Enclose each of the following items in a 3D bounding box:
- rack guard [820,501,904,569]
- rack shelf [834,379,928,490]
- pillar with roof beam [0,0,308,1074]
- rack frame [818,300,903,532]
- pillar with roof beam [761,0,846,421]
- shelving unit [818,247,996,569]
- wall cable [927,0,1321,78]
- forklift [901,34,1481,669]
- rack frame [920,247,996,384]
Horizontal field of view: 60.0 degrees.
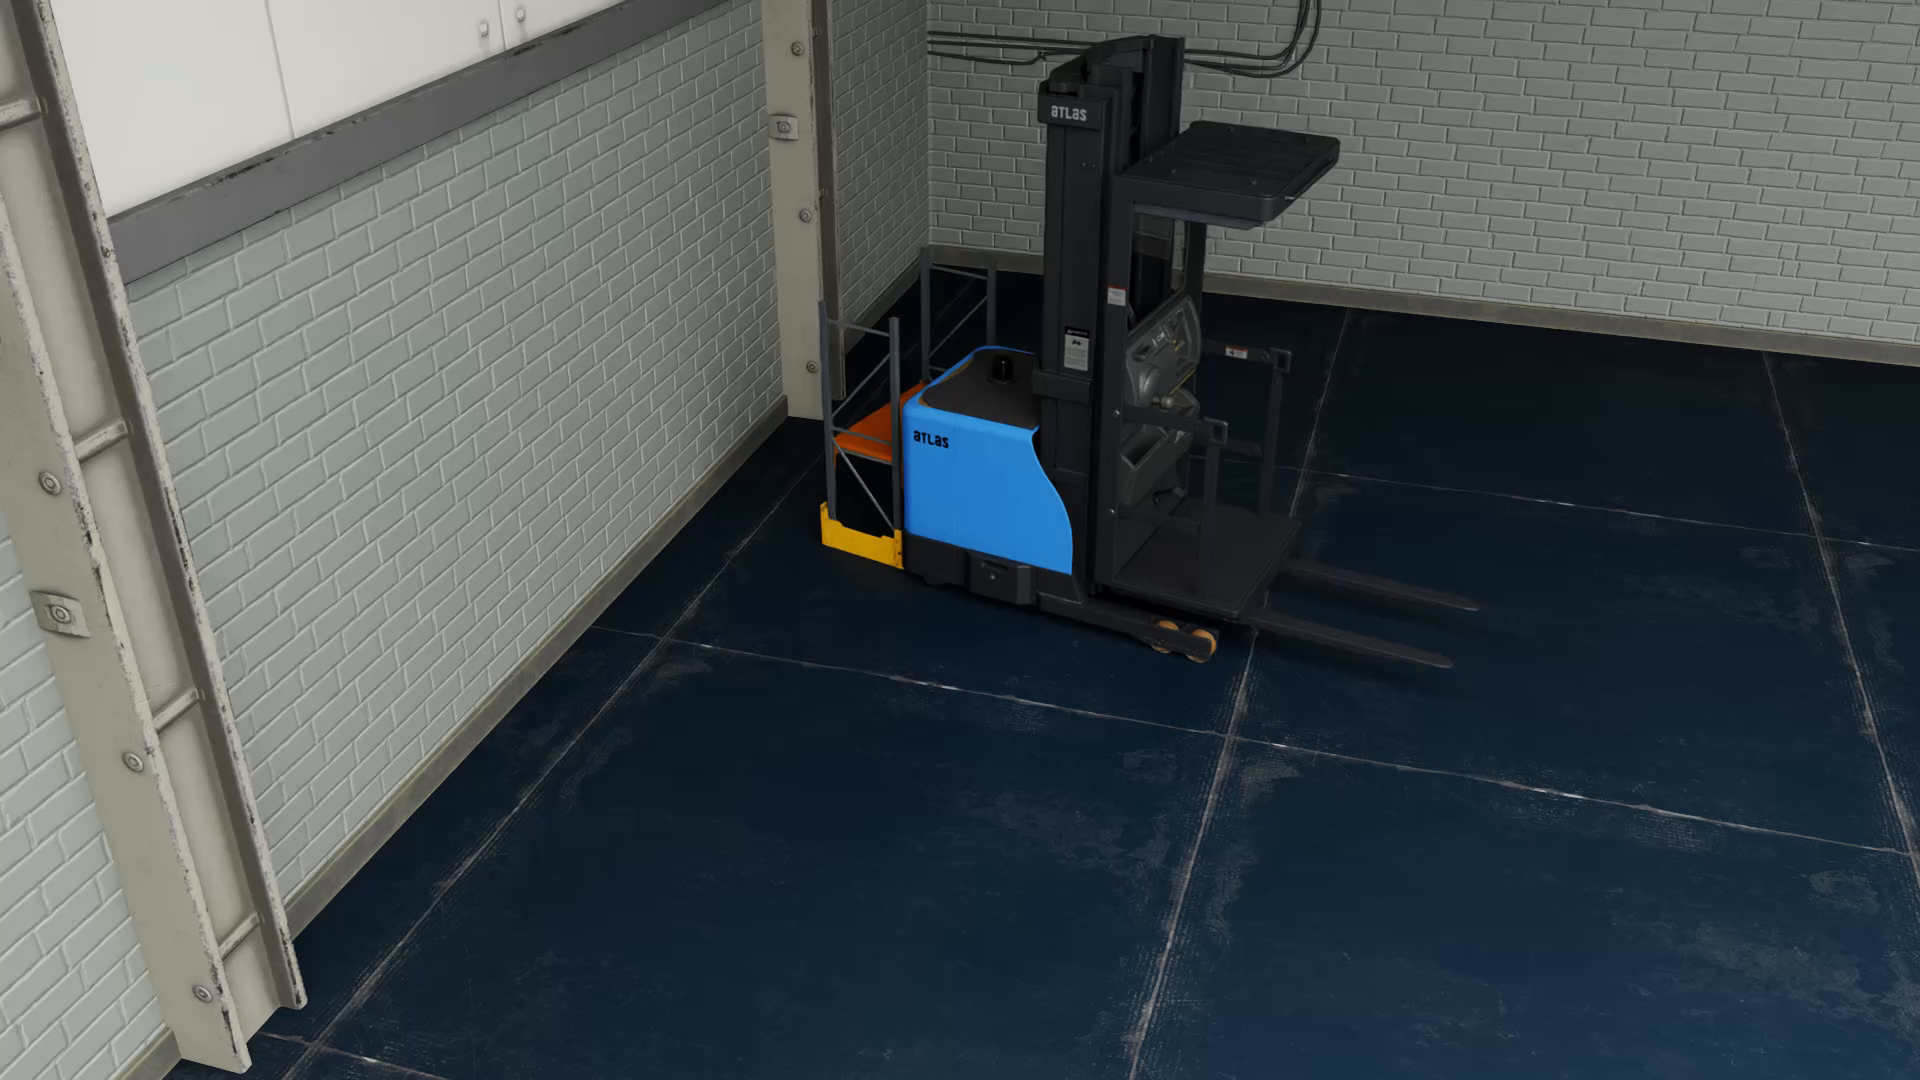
[{"bbox_3d":[-0.543,-0.030,9.546,0.587,0.250,0.087,17,33,27],"label":"rack guard"},{"bbox_3d":[-0.278,-0.629,9.708,0.538,0.185,1.000,17,33,27],"label":"rack shelf"},{"bbox_3d":[1.361,-1.447,3.094,9.100,9.000,0.400,8,30,15],"label":"pillar with roof beam"},{"bbox_3d":[-0.544,-0.575,9.241,0.500,1.500,0.032,17,33,27],"label":"rack frame"},{"bbox_3d":[3.122,-4.235,8.107,9.100,9.000,0.400,8,30,15],"label":"pillar with roof beam"},{"bbox_3d":[-0.283,-0.782,9.613,0.587,1.500,1.083,17,33,27],"label":"shelving unit"},{"bbox_3d":[1.136,-4.673,12.088,3.097,2.526,0.112,8,30,15],"label":"wall cable"},{"bbox_3d":[1.223,-0.943,8.431,3.031,2.935,1.130,14,32,24],"label":"forklift"},{"bbox_3d":[-0.013,-0.997,9.999,0.500,1.500,0.032,17,33,27],"label":"rack frame"}]
